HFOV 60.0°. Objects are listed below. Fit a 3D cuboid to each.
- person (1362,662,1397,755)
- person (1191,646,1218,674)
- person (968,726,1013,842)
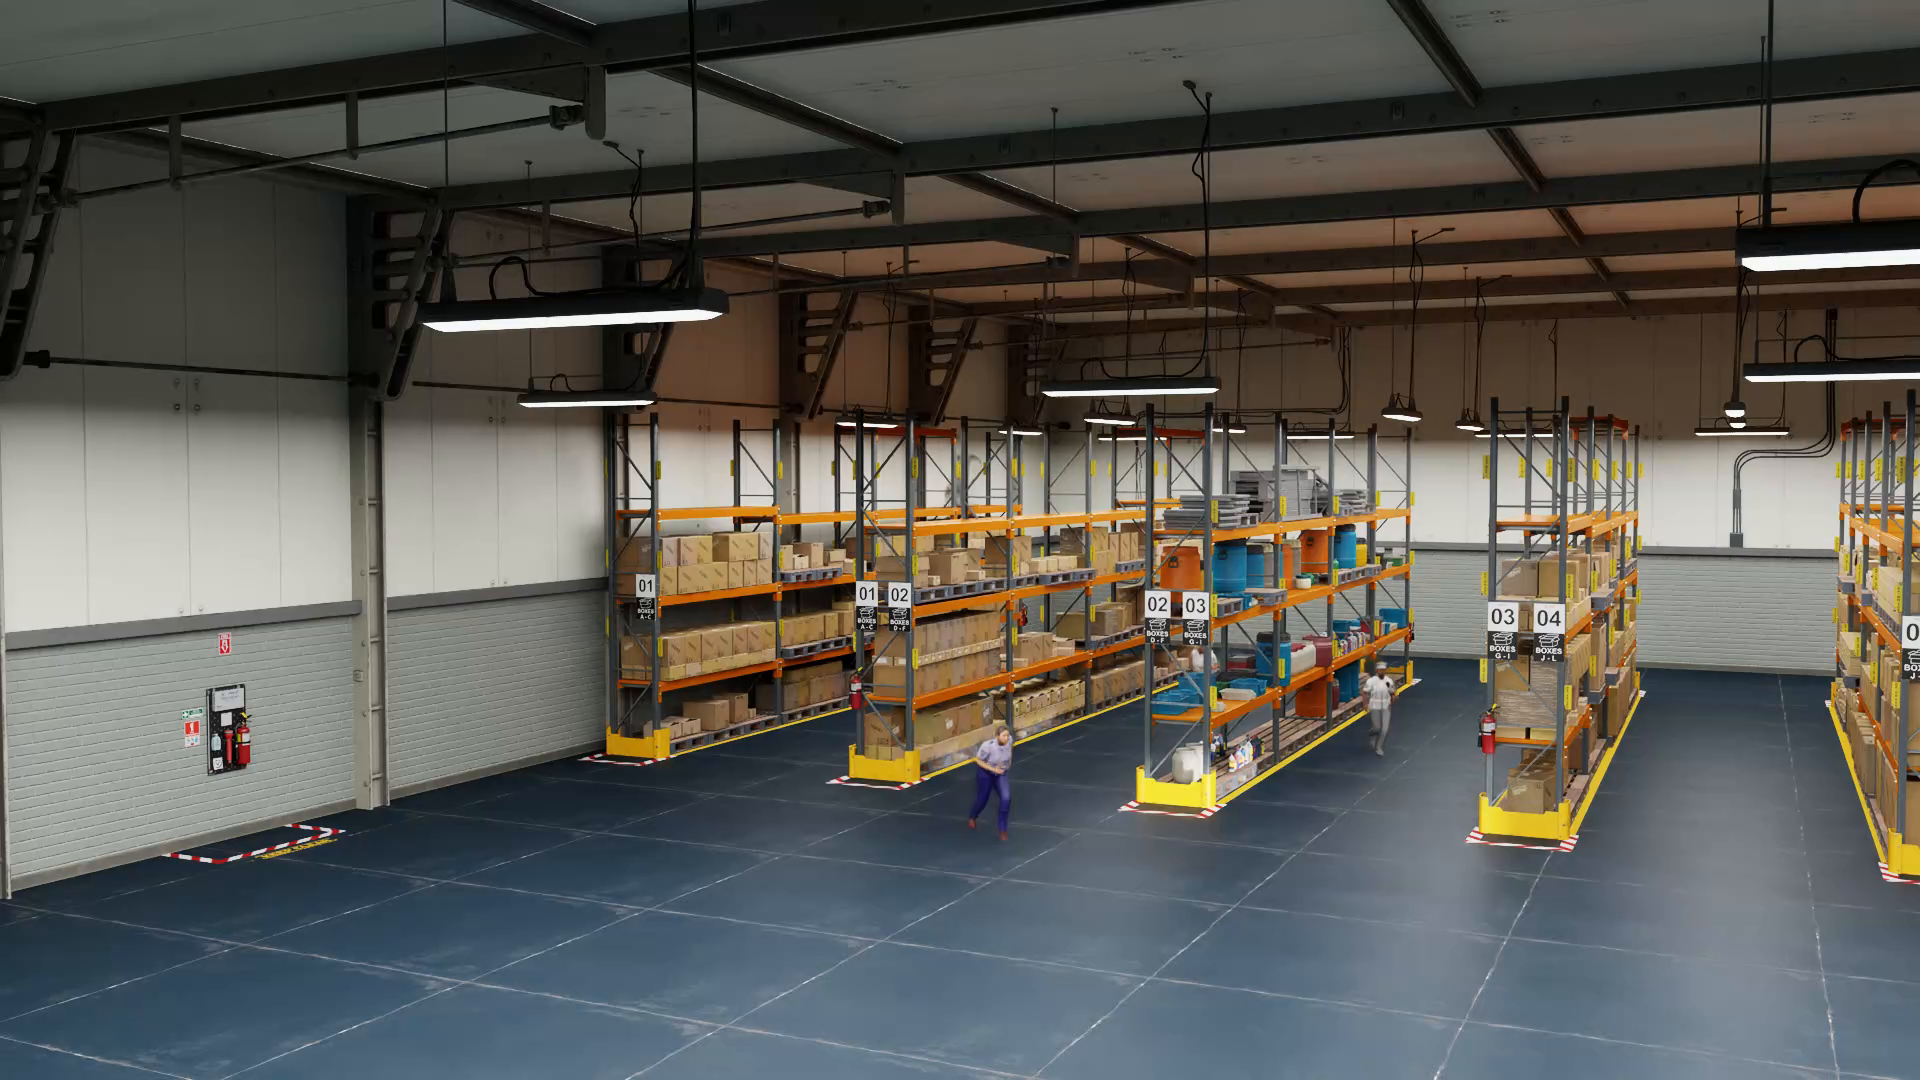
[{"bbox_3d":[7.384,2.958,29.246,0.588,1.645,0.577,0,2,1],"label":"person"},{"bbox_3d":[4.877,2.802,33.128,0.607,1.673,1.022,1,3,23],"label":"person"},{"bbox_3d":[0.409,3.292,22.762,0.649,1.612,0.959,-1,3,-31],"label":"person"}]
